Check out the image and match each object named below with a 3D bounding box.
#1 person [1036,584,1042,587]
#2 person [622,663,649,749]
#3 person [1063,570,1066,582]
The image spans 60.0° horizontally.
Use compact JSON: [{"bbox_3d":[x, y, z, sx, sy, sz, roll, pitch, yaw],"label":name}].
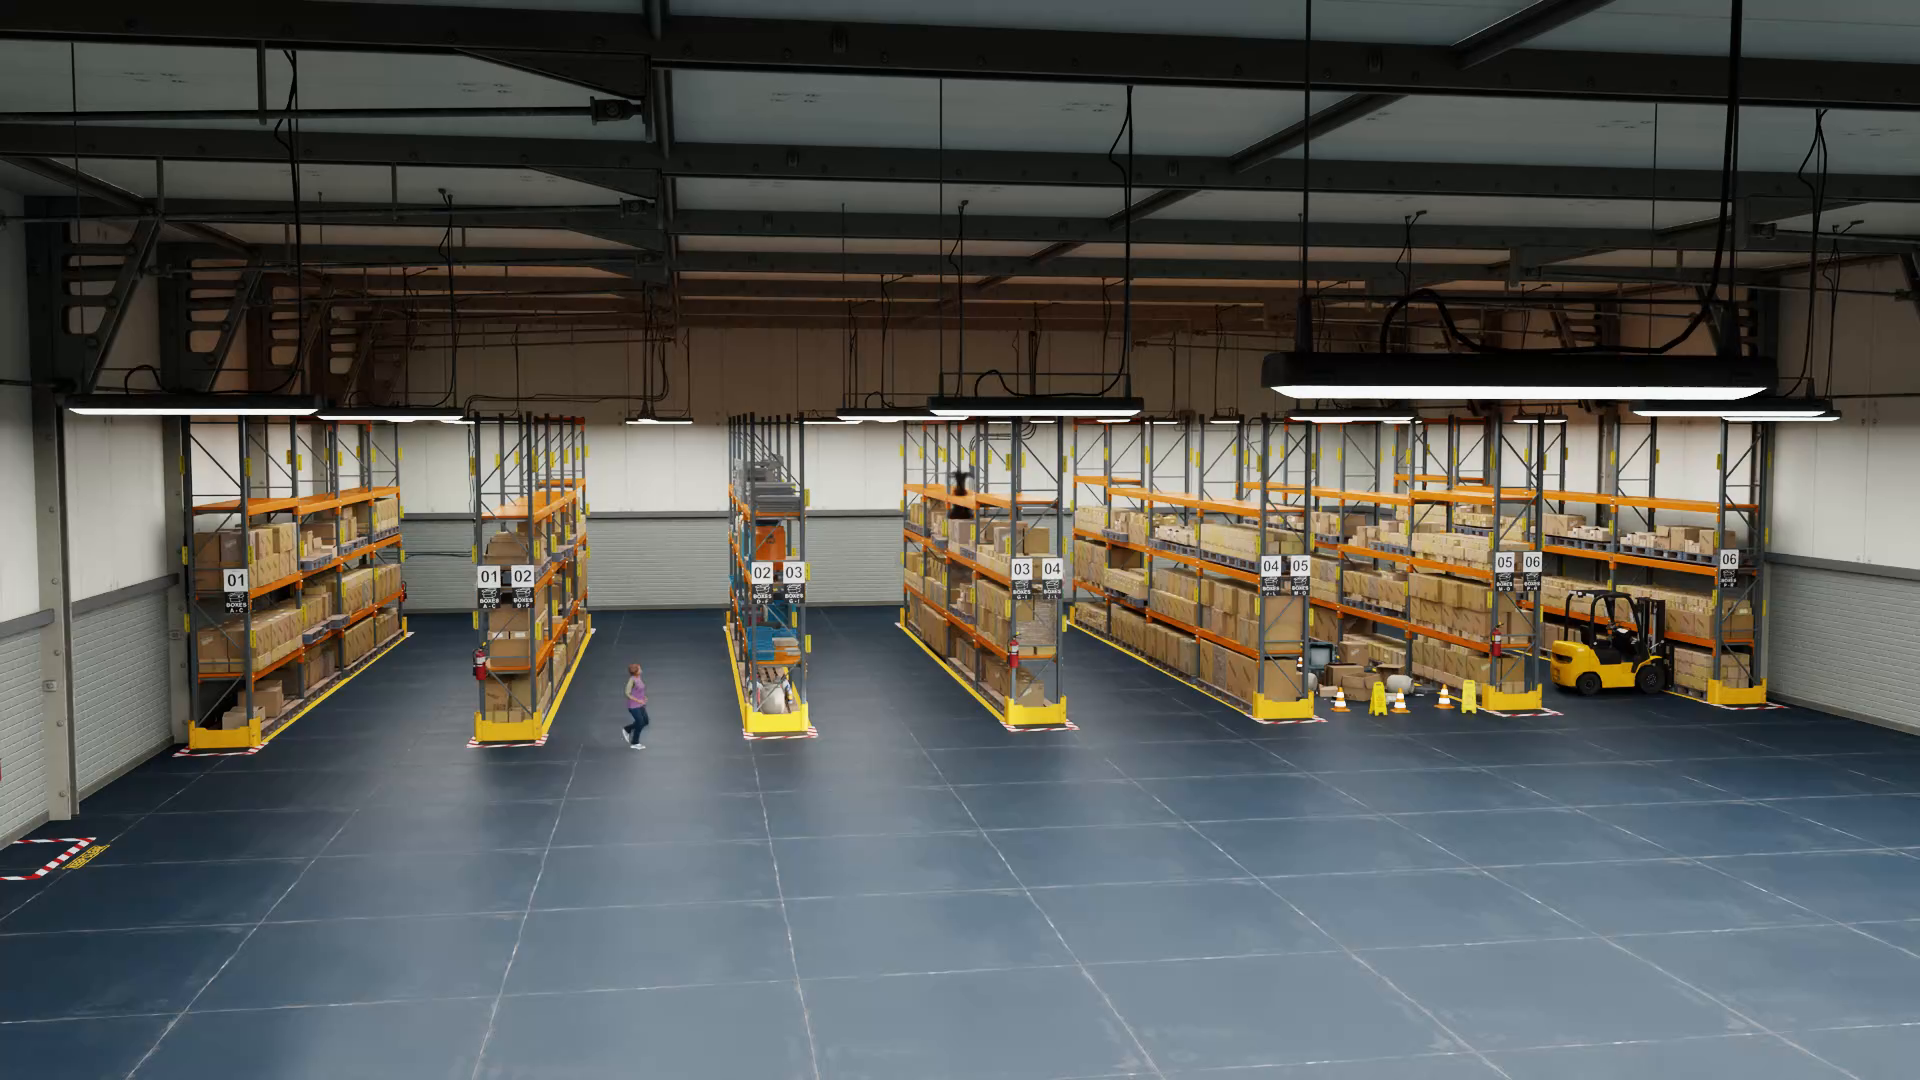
[{"bbox_3d":[2.076,1.637,48.071,0.636,1.719,0.848,1,4,18],"label":"person"},{"bbox_3d":[-5.800,2.946,29.465,0.506,1.551,0.563,0,4,7],"label":"person"},{"bbox_3d":[2.855,1.436,49.845,0.639,1.742,0.655,2,4,23],"label":"person"}]
